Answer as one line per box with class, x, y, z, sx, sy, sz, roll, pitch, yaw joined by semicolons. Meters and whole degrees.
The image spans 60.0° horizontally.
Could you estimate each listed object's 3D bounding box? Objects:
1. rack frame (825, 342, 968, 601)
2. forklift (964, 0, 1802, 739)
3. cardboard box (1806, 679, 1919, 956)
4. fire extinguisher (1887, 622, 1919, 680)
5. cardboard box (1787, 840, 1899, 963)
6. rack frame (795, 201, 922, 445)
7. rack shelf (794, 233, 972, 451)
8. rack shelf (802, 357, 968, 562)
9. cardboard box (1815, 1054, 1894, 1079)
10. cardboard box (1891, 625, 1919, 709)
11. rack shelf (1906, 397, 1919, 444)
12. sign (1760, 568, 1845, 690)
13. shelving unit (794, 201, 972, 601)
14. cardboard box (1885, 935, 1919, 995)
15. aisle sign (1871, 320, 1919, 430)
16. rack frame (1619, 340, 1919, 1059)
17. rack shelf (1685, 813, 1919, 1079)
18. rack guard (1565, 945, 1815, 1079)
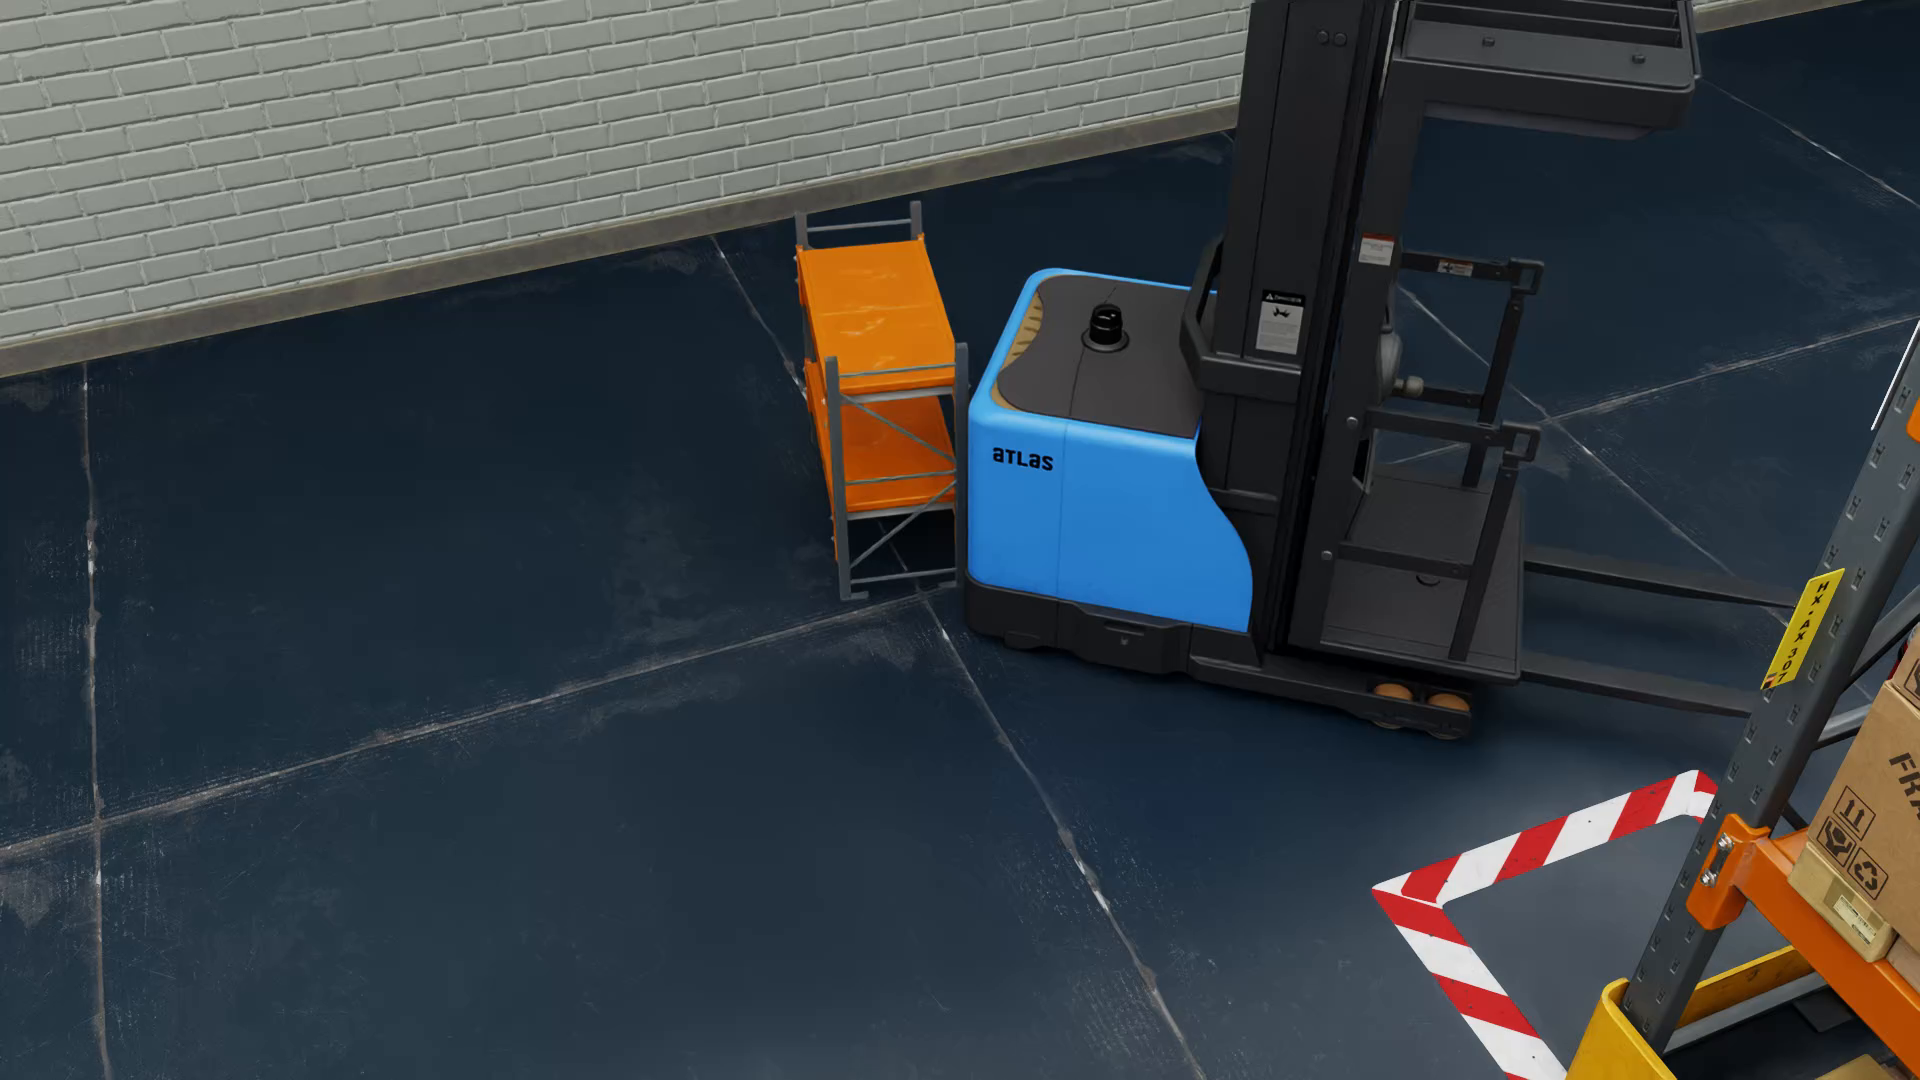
rack frame;-0.221;-0.228;6.153;0.500;1.125;0.032;-7;41;-8
forklift;1.589;-0.789;5.419;3.031;2.935;1.130;10;42;12
cardboard box;2.222;0.575;3.475;0.500;0.500;0.500;-13;42;-15
fire extinguisher;2.635;0.291;4.457;0.296;0.674;0.183;-15;43;-17
cardboard box;2.126;0.759;3.760;0.380;0.149;0.250;-15;43;-17
rack frame;-0.400;-0.881;6.911;0.500;1.125;0.032;-7;41;-8
rack shelf;-0.310;-0.776;6.341;0.538;0.278;1.000;-7;41;-8
rack shelf;-0.310;-0.369;6.691;0.538;0.278;1.000;-7;41;-8
cardboard box;2.192;1.483;4.133;0.380;0.149;0.250;-17;44;-19
cardboard box;2.232;0.194;3.153;0.500;0.500;0.500;-15;43;-17
rack shelf;3.070;0.727;1.855;1.077;0.370;4.000;-15;43;-17
sign;1.804;0.194;3.560;0.100;0.325;0.005;-15;43;-17
shelving unit;-0.310;-0.554;6.532;0.538;1.125;1.048;-7;41;-8
cardboard box;2.262;0.902;3.593;0.380;0.149;0.250;-14;43;-15
aisle sign;2.000;-0.568;3.116;0.394;0.787;0.004;-15;43;-17
rack frame;2.305;0.387;4.000;1.000;3.000;0.127;-15;43;-17
rack shelf;3.070;1.864;2.833;1.077;0.370;4.000;-15;43;-17
rack guard;2.334;1.380;4.761;1.175;0.500;0.348;-15;43;-17
